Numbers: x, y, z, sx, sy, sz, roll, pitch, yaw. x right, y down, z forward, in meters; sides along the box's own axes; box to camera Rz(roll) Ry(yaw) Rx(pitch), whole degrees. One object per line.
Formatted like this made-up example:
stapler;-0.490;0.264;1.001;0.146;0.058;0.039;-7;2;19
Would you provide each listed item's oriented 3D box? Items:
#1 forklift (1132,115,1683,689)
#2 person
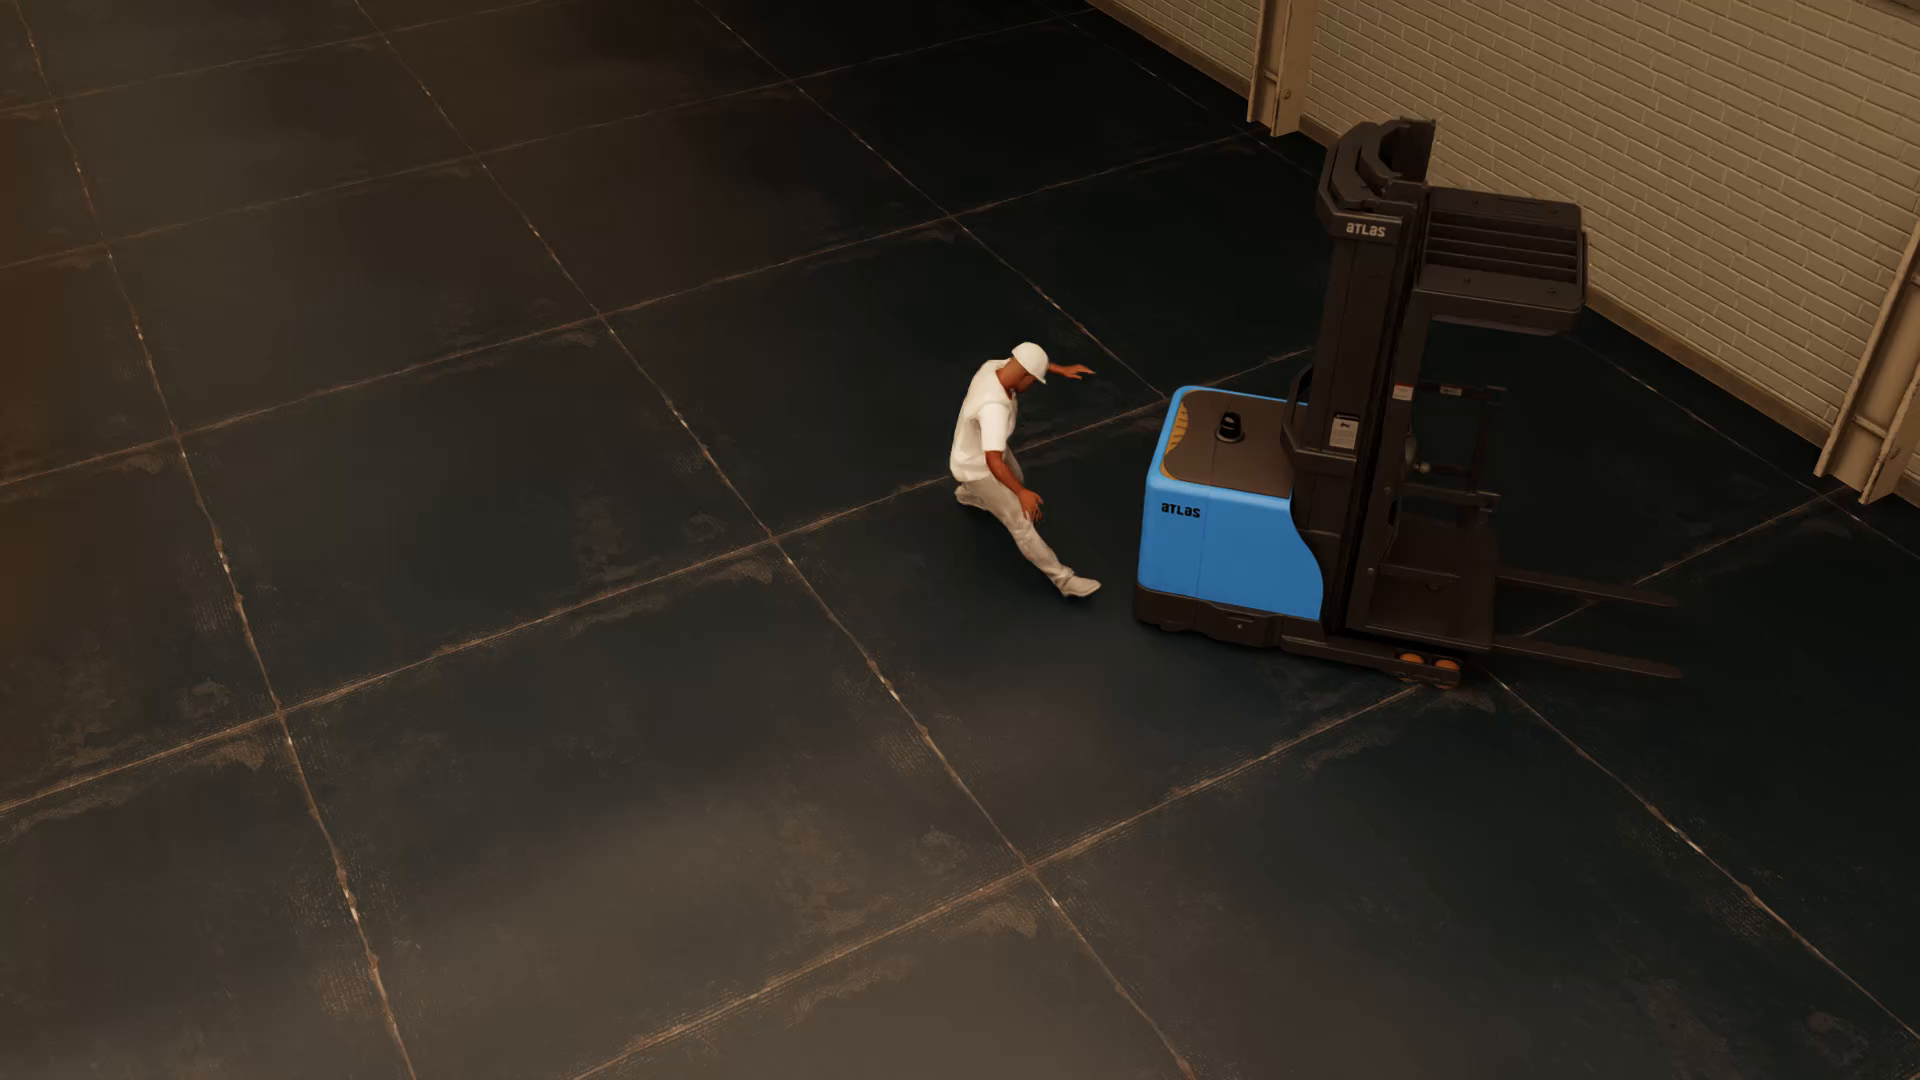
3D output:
forklift;2.582;-0.672;8.847;3.031;2.935;1.130;10;41;12
person;0.398;-0.485;9.784;1.077;1.469;0.981;9;40;10
